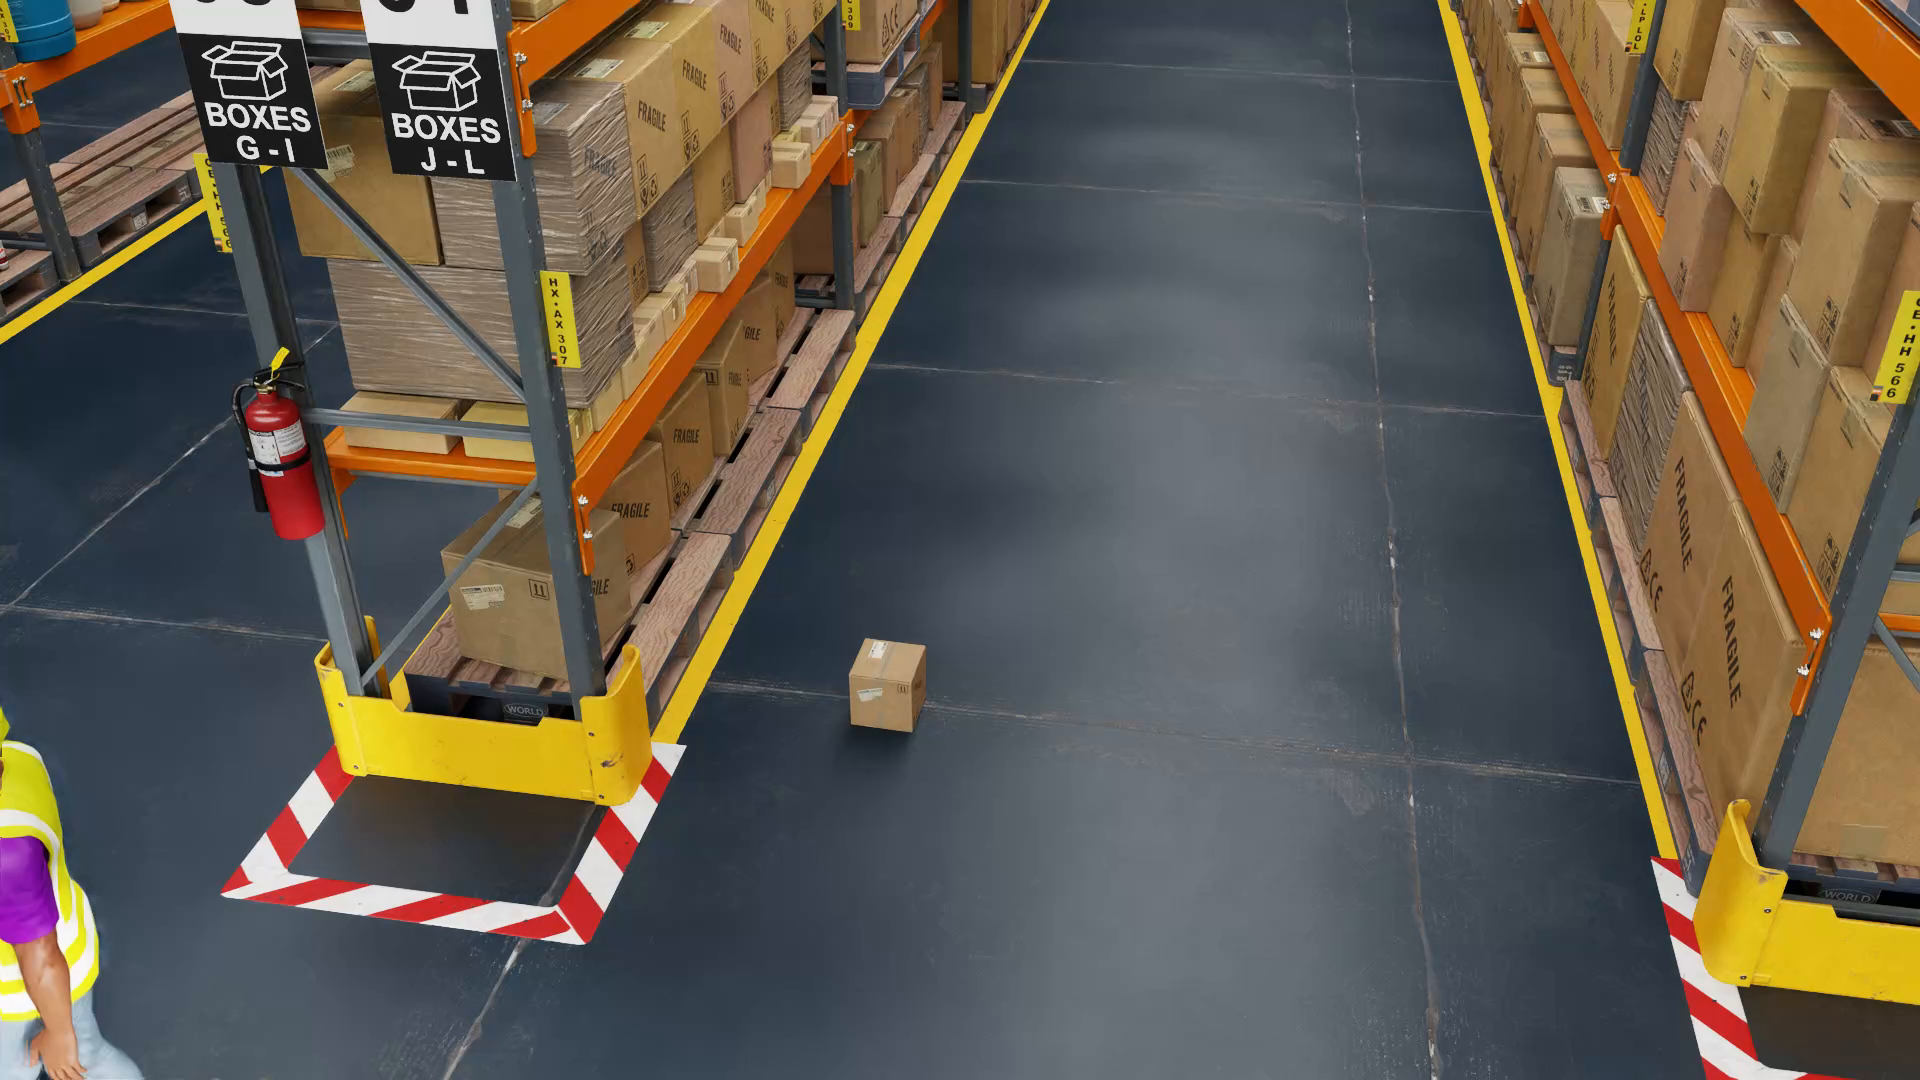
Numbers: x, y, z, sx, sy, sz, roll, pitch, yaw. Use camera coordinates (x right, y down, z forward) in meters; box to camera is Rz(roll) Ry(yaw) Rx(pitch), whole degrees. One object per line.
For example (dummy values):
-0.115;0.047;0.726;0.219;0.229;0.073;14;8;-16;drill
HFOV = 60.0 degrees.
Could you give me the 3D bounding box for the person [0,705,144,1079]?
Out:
-2.445;1.128;4.295;0.463;1.793;0.607;-14;35;-21;person
